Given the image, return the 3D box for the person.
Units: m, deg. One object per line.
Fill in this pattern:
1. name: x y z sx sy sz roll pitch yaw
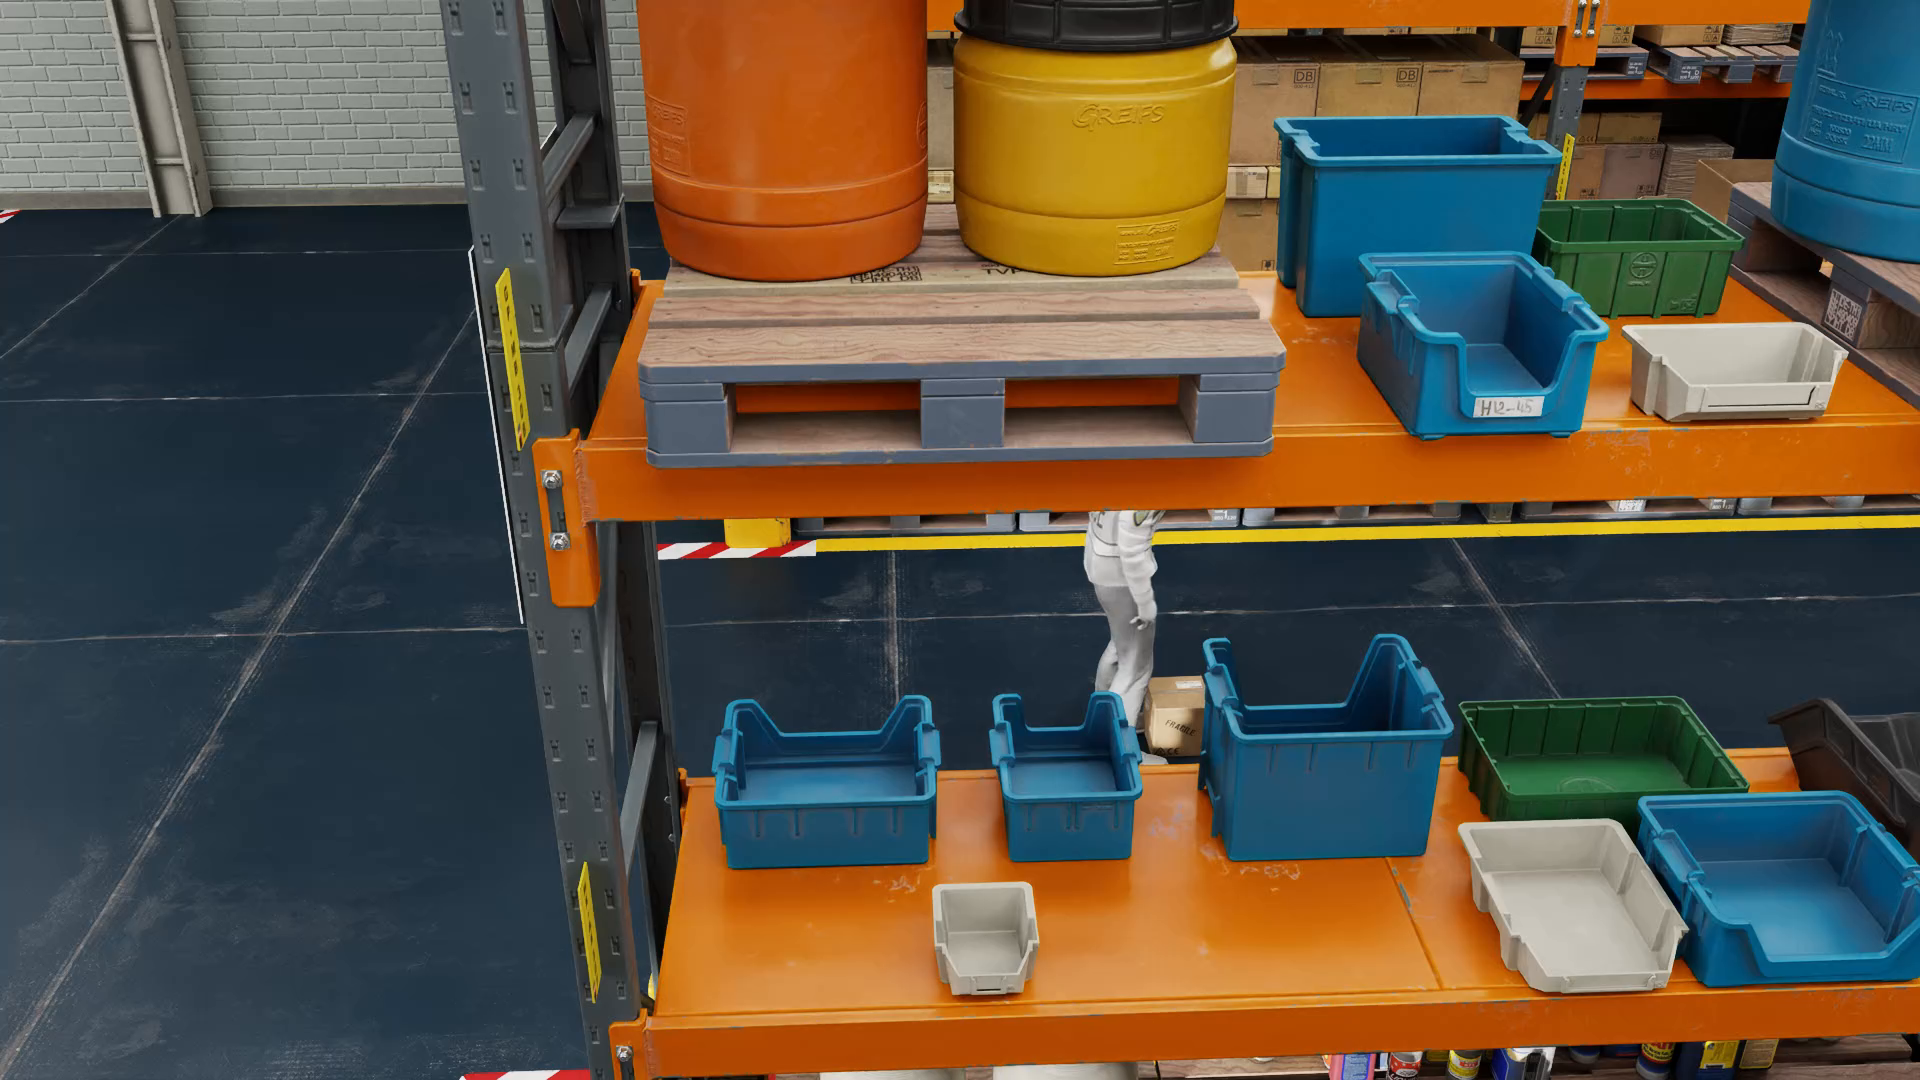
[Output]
1. person: 0.699 0.149 6.833 0.371 1.663 0.530 -1 28 -2
